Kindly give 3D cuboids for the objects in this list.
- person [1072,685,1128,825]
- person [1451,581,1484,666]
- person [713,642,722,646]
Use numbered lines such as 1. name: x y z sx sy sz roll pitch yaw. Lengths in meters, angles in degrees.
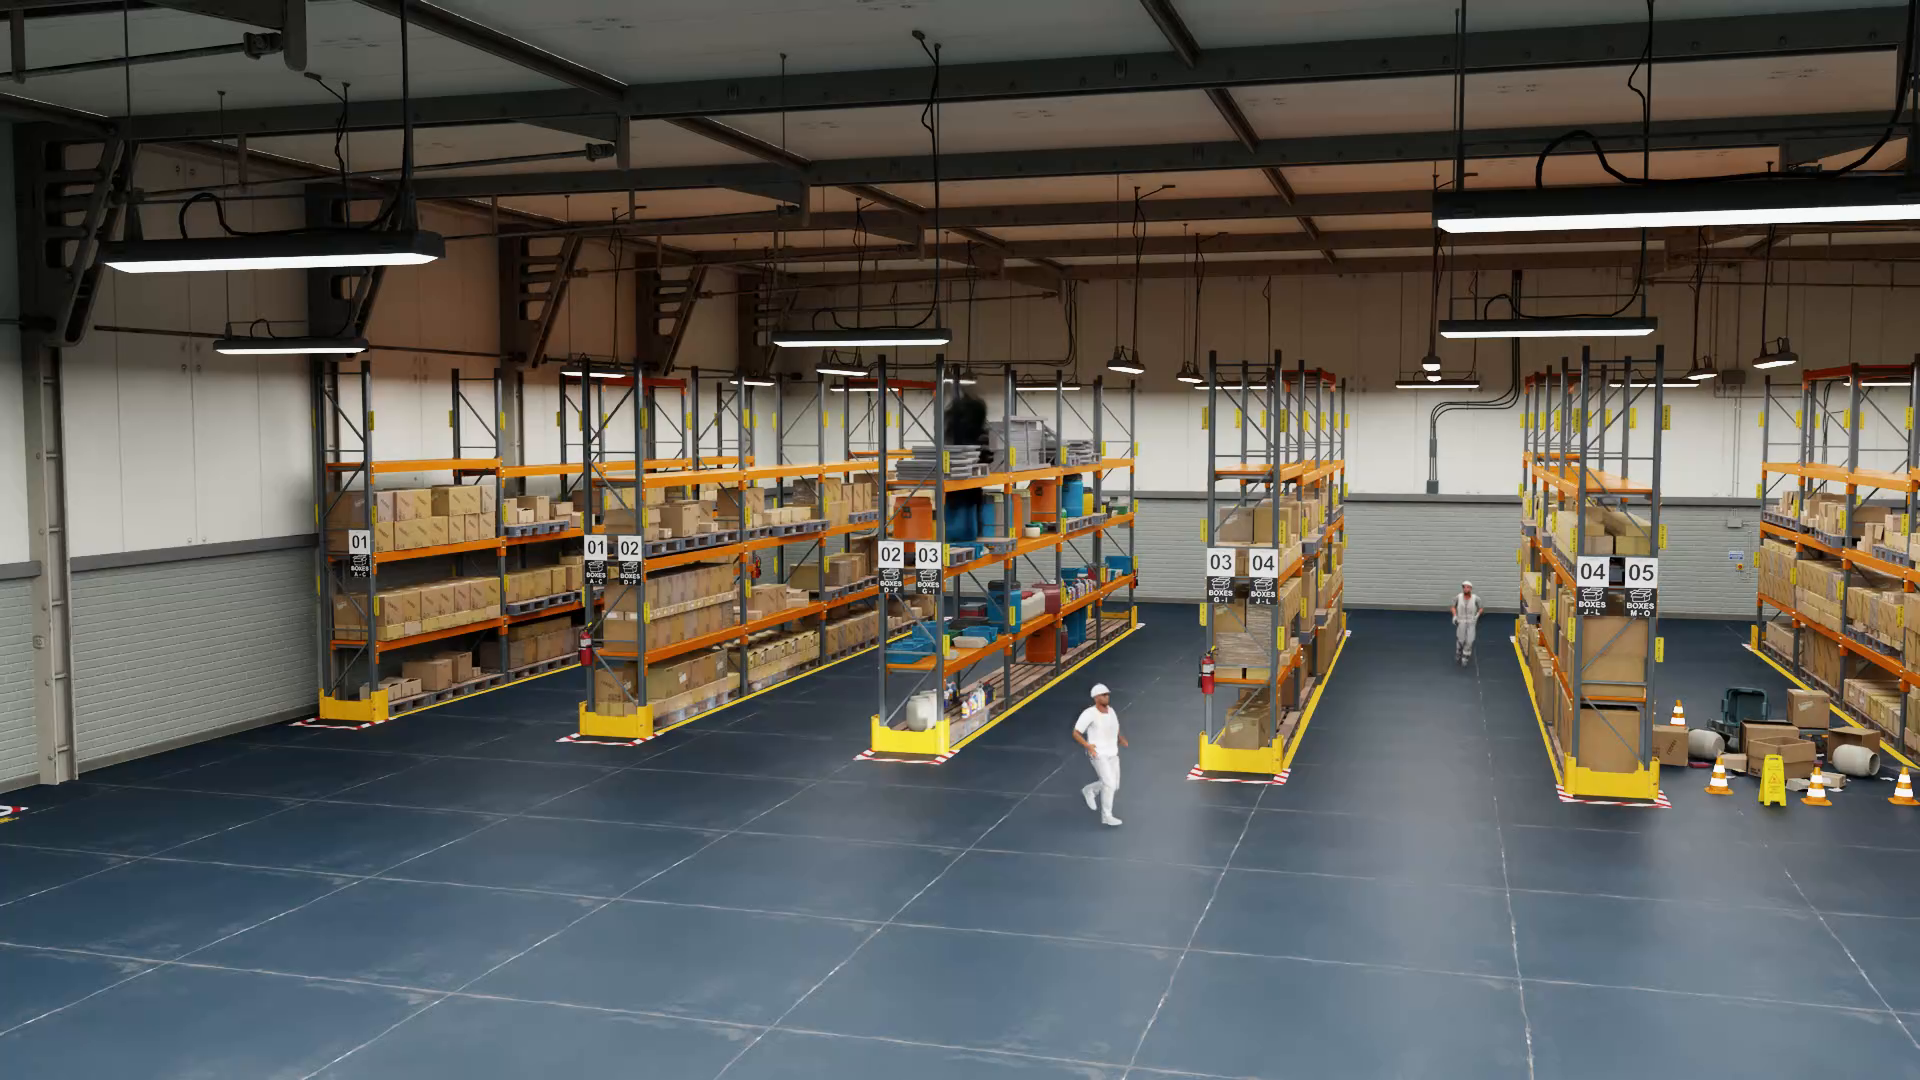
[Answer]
1. person: 1.746 2.660 20.740 0.707 1.726 0.753 -4 5 -42
2. person: 10.332 1.710 33.883 0.629 1.750 0.611 1 4 17
3. person: -4.997 1.754 33.414 0.569 1.668 0.946 1 4 12
